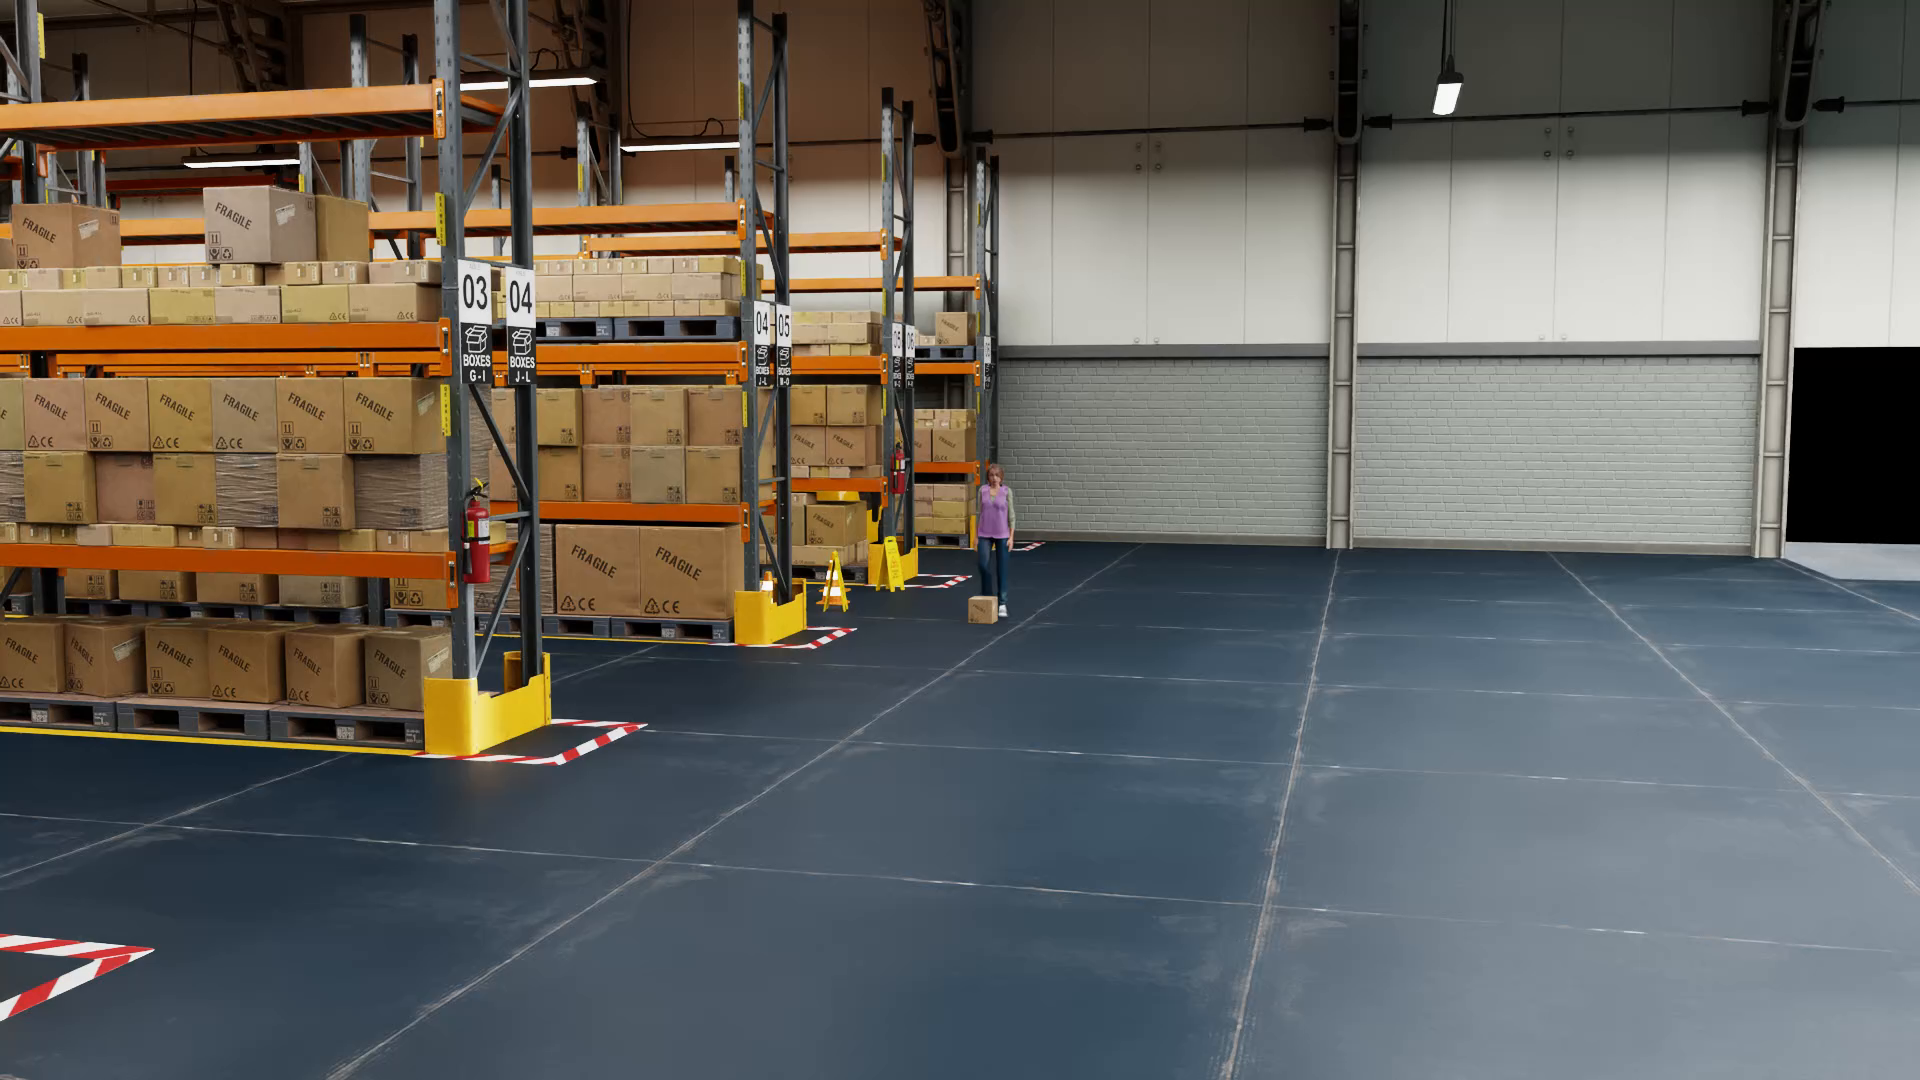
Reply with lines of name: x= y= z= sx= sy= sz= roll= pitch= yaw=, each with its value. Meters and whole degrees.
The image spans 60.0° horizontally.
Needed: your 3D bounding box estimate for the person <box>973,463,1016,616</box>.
person: x=0.359 y=0.007 z=17.507 sx=0.451 sy=1.639 sz=0.309 roll=1 pitch=5 yaw=8
